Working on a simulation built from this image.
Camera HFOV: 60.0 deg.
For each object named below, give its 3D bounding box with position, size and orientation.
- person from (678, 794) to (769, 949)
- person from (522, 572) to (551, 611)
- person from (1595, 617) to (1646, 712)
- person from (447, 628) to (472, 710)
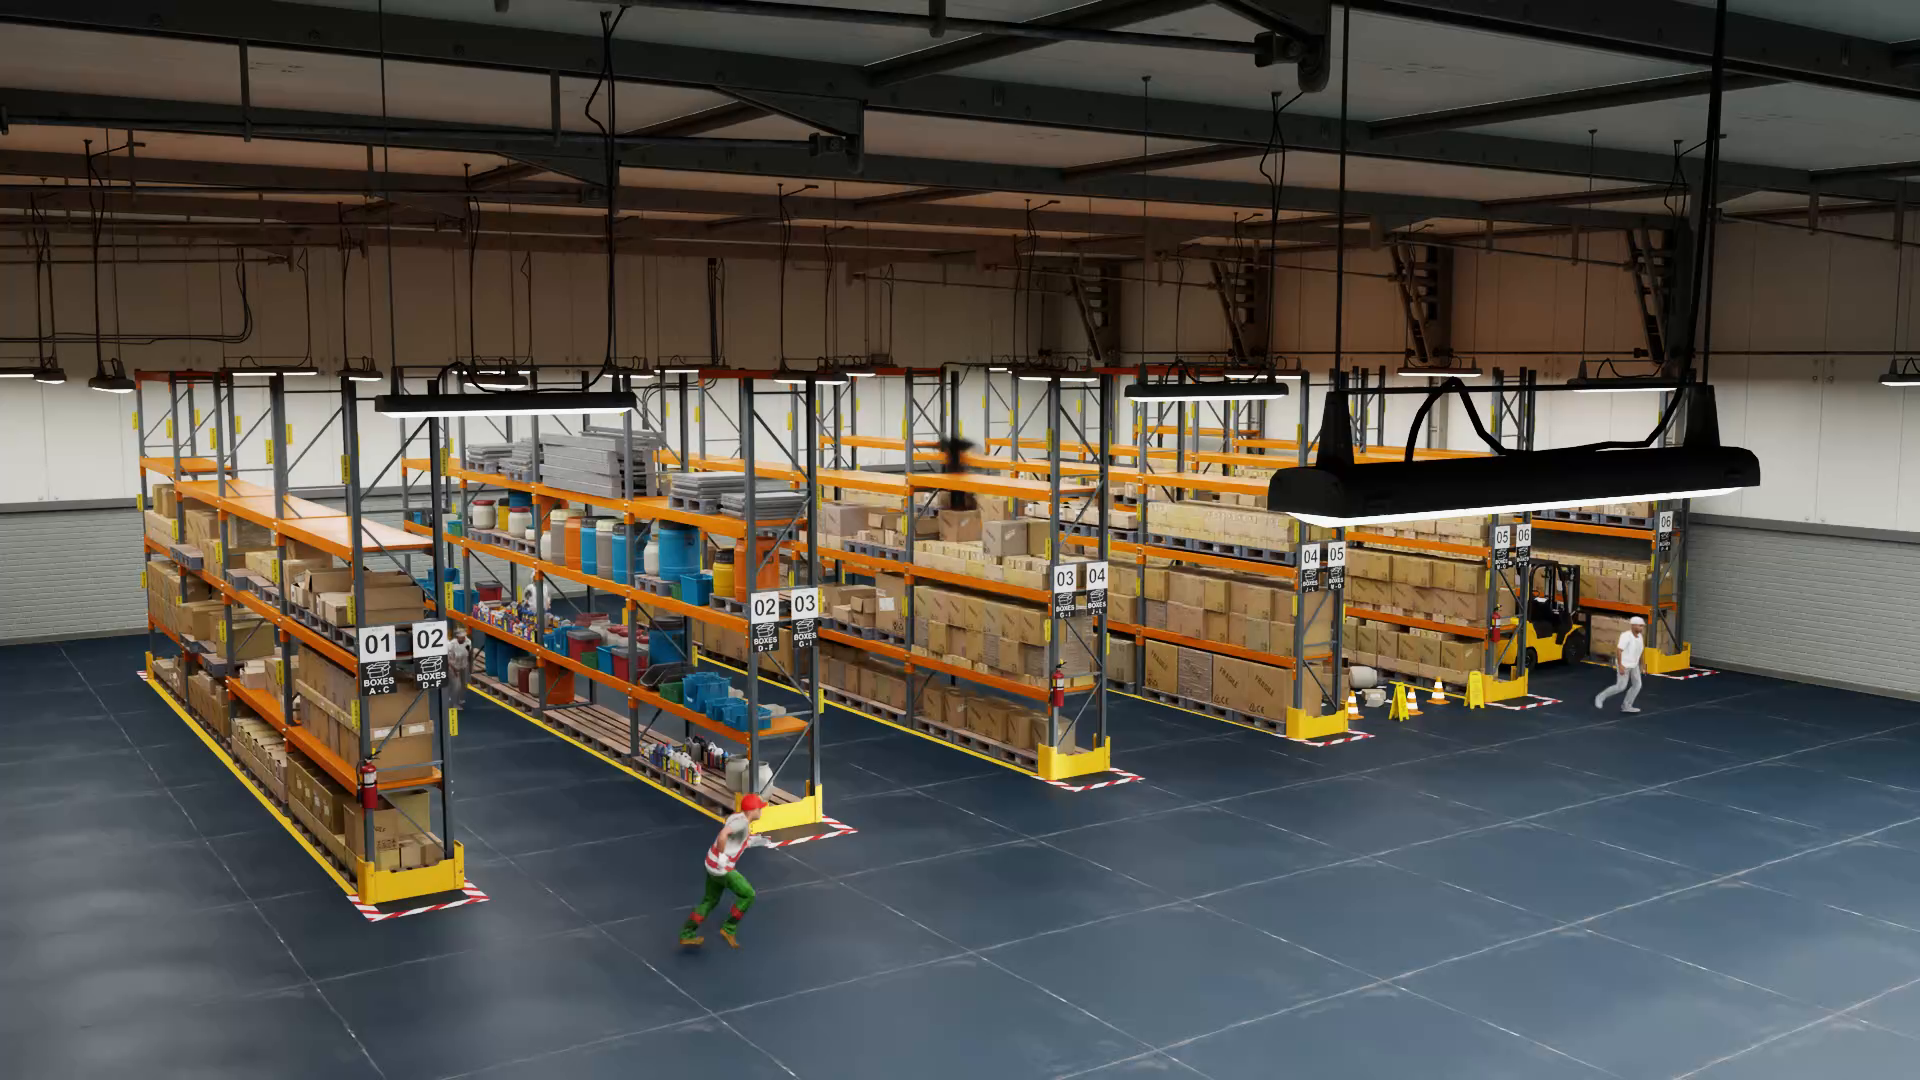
[{"bbox_3d":[-2.496,3.543,17.604,0.982,1.676,0.713,-1,7,-13],"label":"person"},{"bbox_3d":[-8.956,1.500,35.176,0.674,1.748,0.699,-6,9,-43],"label":"person"},{"bbox_3d":[11.674,2.186,29.299,0.796,1.701,0.713,-5,8,-38],"label":"person"},{"bbox_3d":[-8.897,2.265,29.462,0.867,1.508,0.606,5,8,40],"label":"person"}]
